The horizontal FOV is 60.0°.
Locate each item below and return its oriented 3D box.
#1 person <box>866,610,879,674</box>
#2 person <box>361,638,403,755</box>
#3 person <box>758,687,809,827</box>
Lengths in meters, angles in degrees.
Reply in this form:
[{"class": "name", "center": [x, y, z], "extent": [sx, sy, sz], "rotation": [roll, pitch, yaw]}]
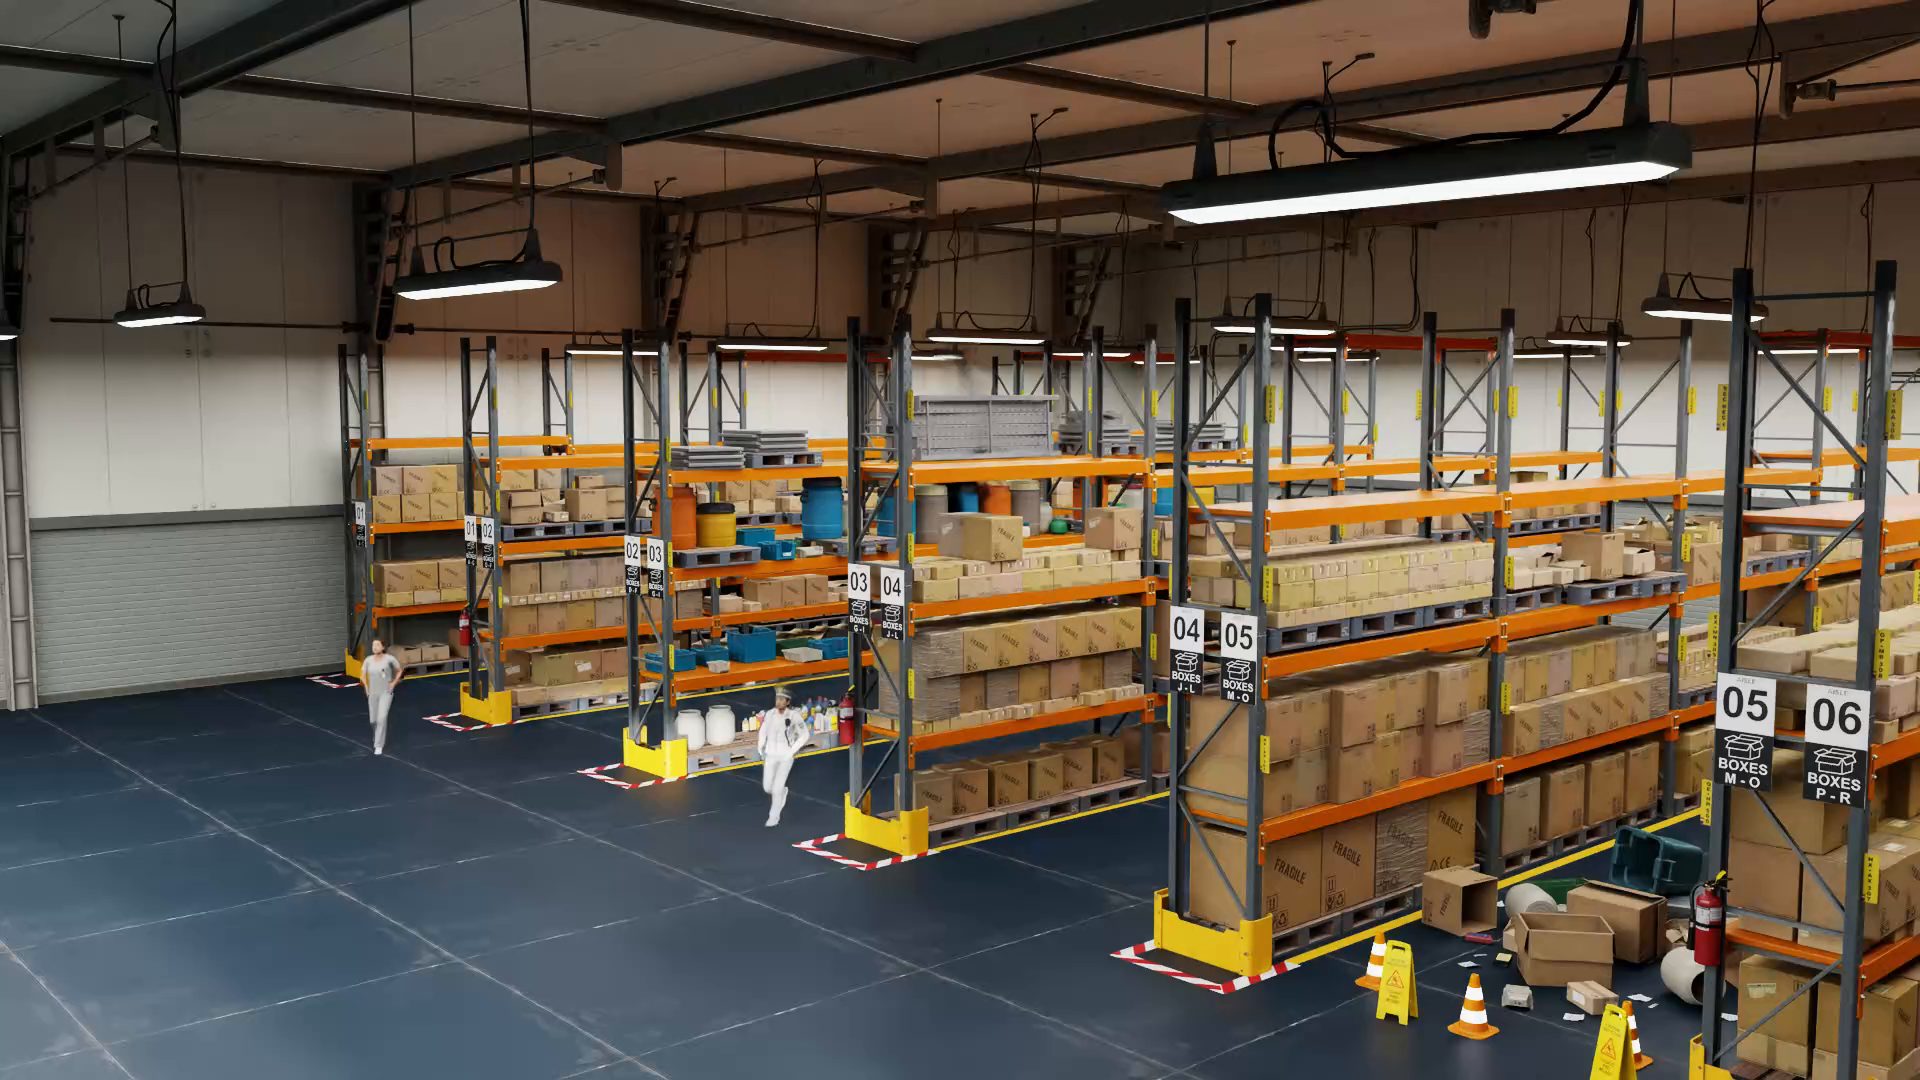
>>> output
[{"class": "person", "center": [-1.560, 1.777, 28.255], "extent": [0.726, 1.749, 0.897], "rotation": [5, 7, 43]}, {"class": "person", "center": [-8.317, 2.216, 23.947], "extent": [0.573, 1.654, 0.746], "rotation": [-1, 5, -7]}, {"class": "person", "center": [-2.107, 2.573, 19.936], "extent": [0.642, 1.674, 0.610], "rotation": [2, 5, 20]}]
